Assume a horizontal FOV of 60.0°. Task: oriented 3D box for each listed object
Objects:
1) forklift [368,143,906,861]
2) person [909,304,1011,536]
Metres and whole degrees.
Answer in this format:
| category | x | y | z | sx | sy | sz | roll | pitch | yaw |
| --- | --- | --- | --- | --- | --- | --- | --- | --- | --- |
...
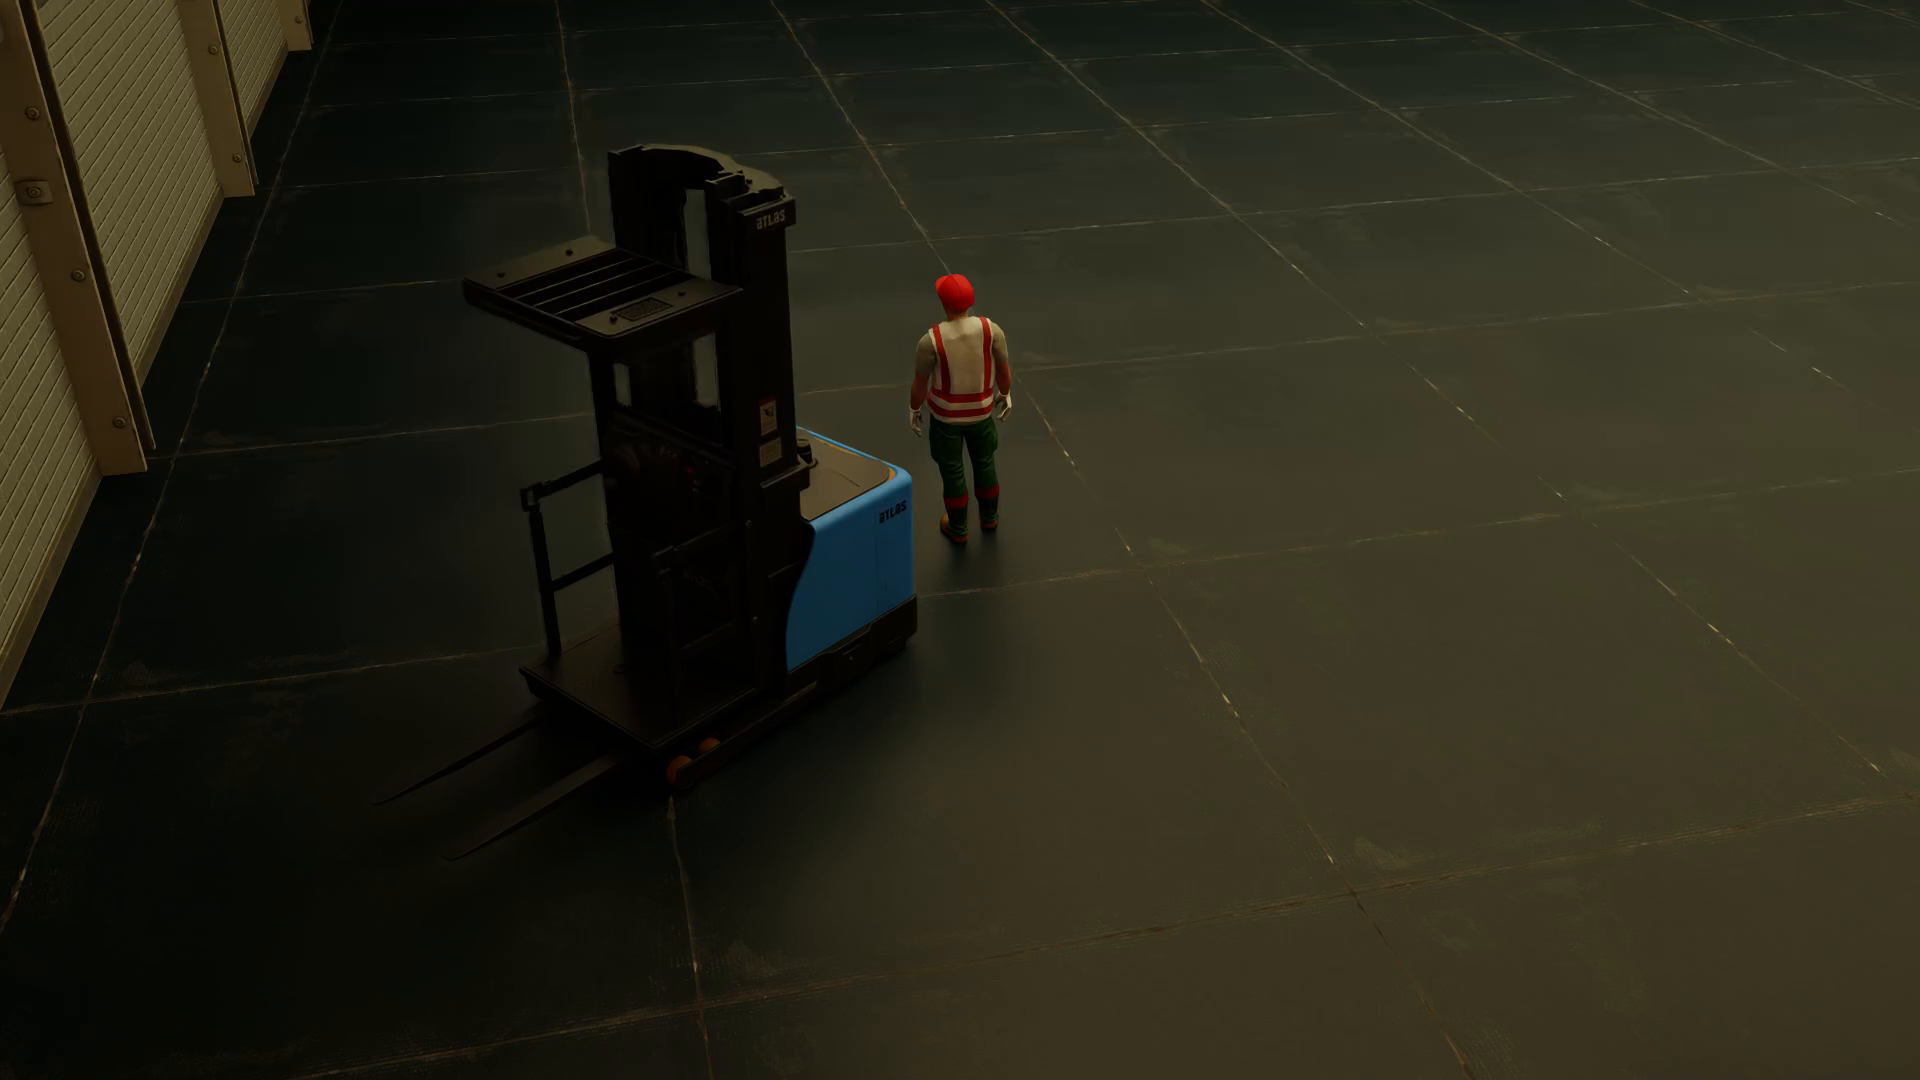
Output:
| category | x | y | z | sx | sy | sz | roll | pitch | yaw |
| --- | --- | --- | --- | --- | --- | --- | --- | --- | --- |
| forklift | -1.587 | -0.306 | 8.103 | 1.121 | 2.935 | 3.031 | 23 | 37 | 34 |
| person | 0.008 | -0.788 | 10.059 | 0.638 | 1.691 | 0.420 | -7 | 31 | -12 |
